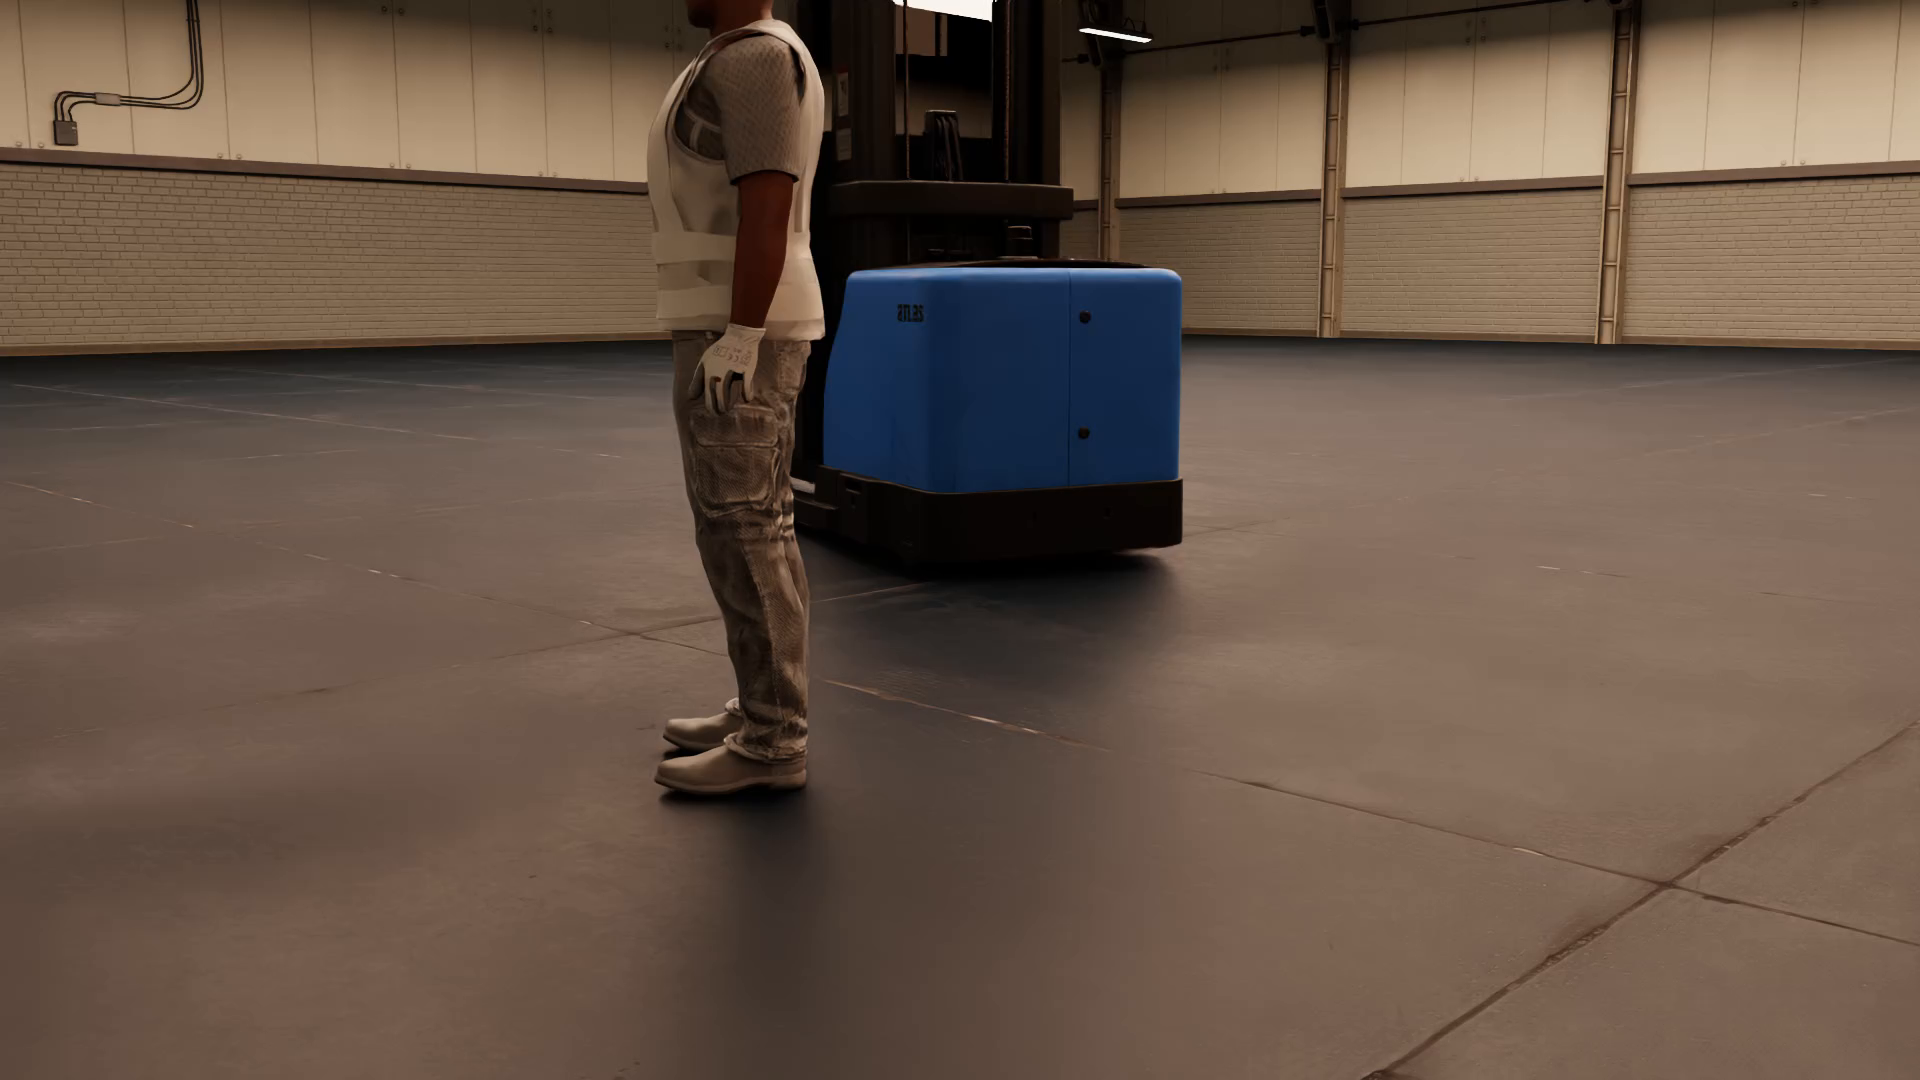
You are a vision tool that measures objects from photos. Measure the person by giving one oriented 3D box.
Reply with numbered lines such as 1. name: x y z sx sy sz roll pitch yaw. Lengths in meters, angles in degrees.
1. person: -0.459 -0.397 3.360 0.377 1.789 0.582 0 9 -2

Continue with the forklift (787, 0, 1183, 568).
1. forklift: -0.286 -1.531 7.038 1.130 2.935 3.031 -4 10 -26
